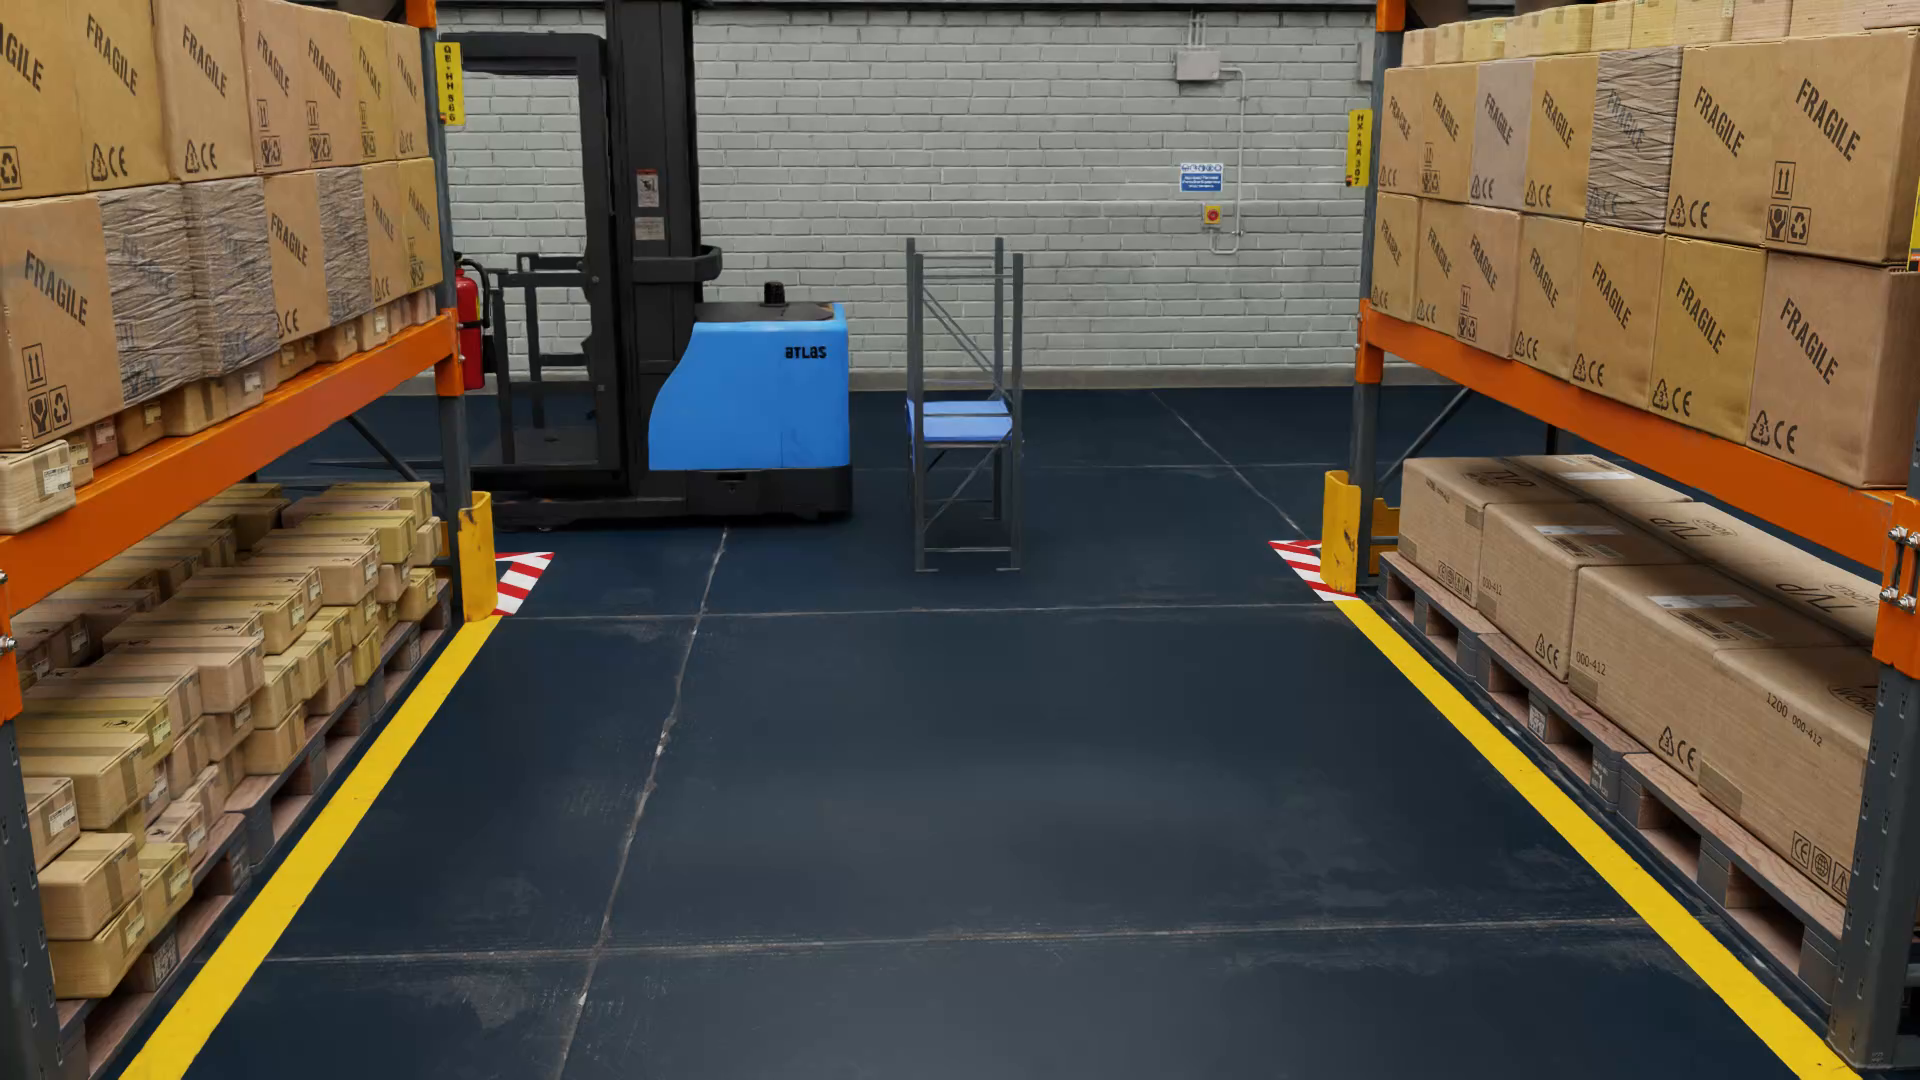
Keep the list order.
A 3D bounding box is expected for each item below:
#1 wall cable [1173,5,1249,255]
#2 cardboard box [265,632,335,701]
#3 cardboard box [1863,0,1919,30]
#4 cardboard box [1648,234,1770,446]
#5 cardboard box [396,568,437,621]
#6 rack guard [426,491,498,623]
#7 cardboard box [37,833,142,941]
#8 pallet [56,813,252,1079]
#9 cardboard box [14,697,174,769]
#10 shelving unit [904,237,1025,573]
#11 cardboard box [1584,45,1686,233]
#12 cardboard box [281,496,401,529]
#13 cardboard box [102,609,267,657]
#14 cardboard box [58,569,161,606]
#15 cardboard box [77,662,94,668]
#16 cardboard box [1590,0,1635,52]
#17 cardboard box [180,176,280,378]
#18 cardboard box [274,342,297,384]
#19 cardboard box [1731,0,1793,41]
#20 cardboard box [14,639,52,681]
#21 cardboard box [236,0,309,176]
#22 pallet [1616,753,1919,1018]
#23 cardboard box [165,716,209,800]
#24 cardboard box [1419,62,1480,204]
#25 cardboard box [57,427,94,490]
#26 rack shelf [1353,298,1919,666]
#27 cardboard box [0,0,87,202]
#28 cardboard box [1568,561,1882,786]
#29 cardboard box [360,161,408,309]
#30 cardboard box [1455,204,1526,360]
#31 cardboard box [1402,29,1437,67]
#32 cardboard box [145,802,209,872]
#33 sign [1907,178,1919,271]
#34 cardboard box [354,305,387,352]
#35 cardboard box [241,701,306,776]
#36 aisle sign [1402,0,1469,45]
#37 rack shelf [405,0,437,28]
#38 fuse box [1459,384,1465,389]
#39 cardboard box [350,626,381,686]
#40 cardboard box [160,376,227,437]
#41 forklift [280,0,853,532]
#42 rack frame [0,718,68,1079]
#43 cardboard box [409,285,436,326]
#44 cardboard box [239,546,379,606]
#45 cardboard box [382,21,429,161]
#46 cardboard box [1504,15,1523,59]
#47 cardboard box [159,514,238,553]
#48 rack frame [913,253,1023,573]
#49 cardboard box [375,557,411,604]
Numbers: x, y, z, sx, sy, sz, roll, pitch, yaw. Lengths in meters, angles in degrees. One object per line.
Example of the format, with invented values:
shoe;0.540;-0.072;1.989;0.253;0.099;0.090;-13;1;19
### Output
wall cable;1.917;-3.162;12.696;0.585;1.953;0.123;-1;14;-3
cardboard box;-2.206;0.398;5.240;0.380;0.149;0.250;-1;14;-3
cardboard box;2.201;-1.177;3.572;0.380;0.149;0.250;-1;14;-5
cardboard box;2.217;-0.546;4.429;0.500;0.500;0.500;-1;14;-5
cardboard box;-2.286;0.216;6.547;0.380;0.149;0.250;0;14;-2
rack guard;-2.639;0.078;7.221;1.175;0.500;0.348;-1;14;-3
cardboard box;-2.099;0.781;3.752;0.380;0.149;0.250;0;14;-1
pallet;-2.473;1.027;4.111;1.003;0.211;1.213;-1;14;-3
cardboard box;-2.234;0.512;4.202;0.380;0.149;0.250;-1;14;-4
shelving unit;0.005;-0.705;8.257;0.538;1.500;1.048;-1;14;-3
cardboard box;2.169;-1.157;4.796;0.500;0.500;0.500;-1;14;-3
cardboard box;-2.400;-0.071;6.469;0.380;0.149;0.250;-1;14;-2
cardboard box;-2.306;0.316;4.962;0.380;0.149;0.250;-1;15;-6
cardboard box;-2.849;0.200;5.414;0.380;0.149;0.250;-1;14;-3
cardboard box;-2.746;0.476;4.940;0.380;0.149;0.250;-2;15;-6
cardboard box;2.155;-1.557;5.048;0.380;0.149;0.250;-1;14;-3
cardboard box;-2.209;-0.725;4.528;0.500;0.500;0.500;-1;14;-5
cardboard box;-2.317;-0.566;5.210;0.380;0.149;0.250;-1;14;-2
cardboard box;2.254;-1.369;4.318;0.380;0.149;0.250;-1;14;-4
cardboard box;-2.803;0.391;4.670;0.380;0.149;0.250;-2;15;-6
cardboard box;-2.259;-1.332;4.878;0.500;0.500;0.500;-1;14;-5
pallet;2.569;0.902;4.598;1.003;0.211;1.213;-1;14;-3
cardboard box;-2.270;0.592;4.485;0.380;0.149;0.250;-2;15;-6
cardboard box;2.075;-1.534;6.260;0.500;0.500;0.500;-1;14;-5
cardboard box;-2.177;-0.174;3.686;0.380;0.149;0.250;0;14;-2
rack shelf;2.414;-0.407;5.534;1.077;0.370;4.000;-1;14;-3
cardboard box;-2.181;-0.950;3.393;0.500;0.500;0.500;-1;14;-2
cardboard box;2.550;0.399;5.257;0.875;0.438;0.875;-1;14;-5
cardboard box;-2.333;-1.108;6.016;0.500;0.500;0.500;-1;14;-4
cardboard box;2.106;-0.926;5.904;0.500;0.500;0.500;-1;14;-4
cardboard box;2.036;-2.007;6.800;0.380;0.149;0.250;-1;14;-2
cardboard box;-2.182;0.798;4.285;0.380;0.149;0.250;-1;14;-4
sign;1.984;-0.707;3.358;0.100;0.325;0.005;-1;14;-3
cardboard box;-2.294;-0.766;5.986;0.380;0.149;0.250;0;14;-2
cardboard box;-2.219;0.603;5.042;0.380;0.149;0.250;-1;14;-5
aisle sign;1.996;-2.526;7.106;0.394;0.787;0.004;-1;14;-3
rack shelf;-2.520;-1.759;4.765;1.077;0.370;4.000;-1;14;-3
fuse box;4.023;-2.027;12.972;0.539;1.711;0.414;-1;14;-3
cardboard box;-2.249;0.406;5.806;0.380;0.149;0.250;-2;15;-6
cardboard box;-2.208;-0.371;4.452;0.380;0.149;0.250;-1;14;-2
forklift;-2.121;-1.599;8.860;3.031;2.935;1.130;-1;14;-5
rack frame;-2.400;-0.157;3.116;0.949;2.616;0.053;-1;14;-3
cardboard box;-2.342;-0.953;6.716;0.380;0.149;0.250;-1;14;-3
cardboard box;-2.232;0.122;5.716;0.380;0.149;0.250;0;14;-1
cardboard box;-2.367;-1.718;6.381;0.500;0.500;0.500;-1;14;-5
cardboard box;2.128;-1.747;5.789;0.380;0.149;0.250;-1;14;-3
cardboard box;-2.926;0.004;6.174;0.380;0.149;0.250;-1;14;-4
rack frame;0.037;-0.579;7.766;0.500;1.500;0.032;-1;14;-3
cardboard box;-2.293;0.138;6.253;0.380;0.149;0.250;-1;15;-6
